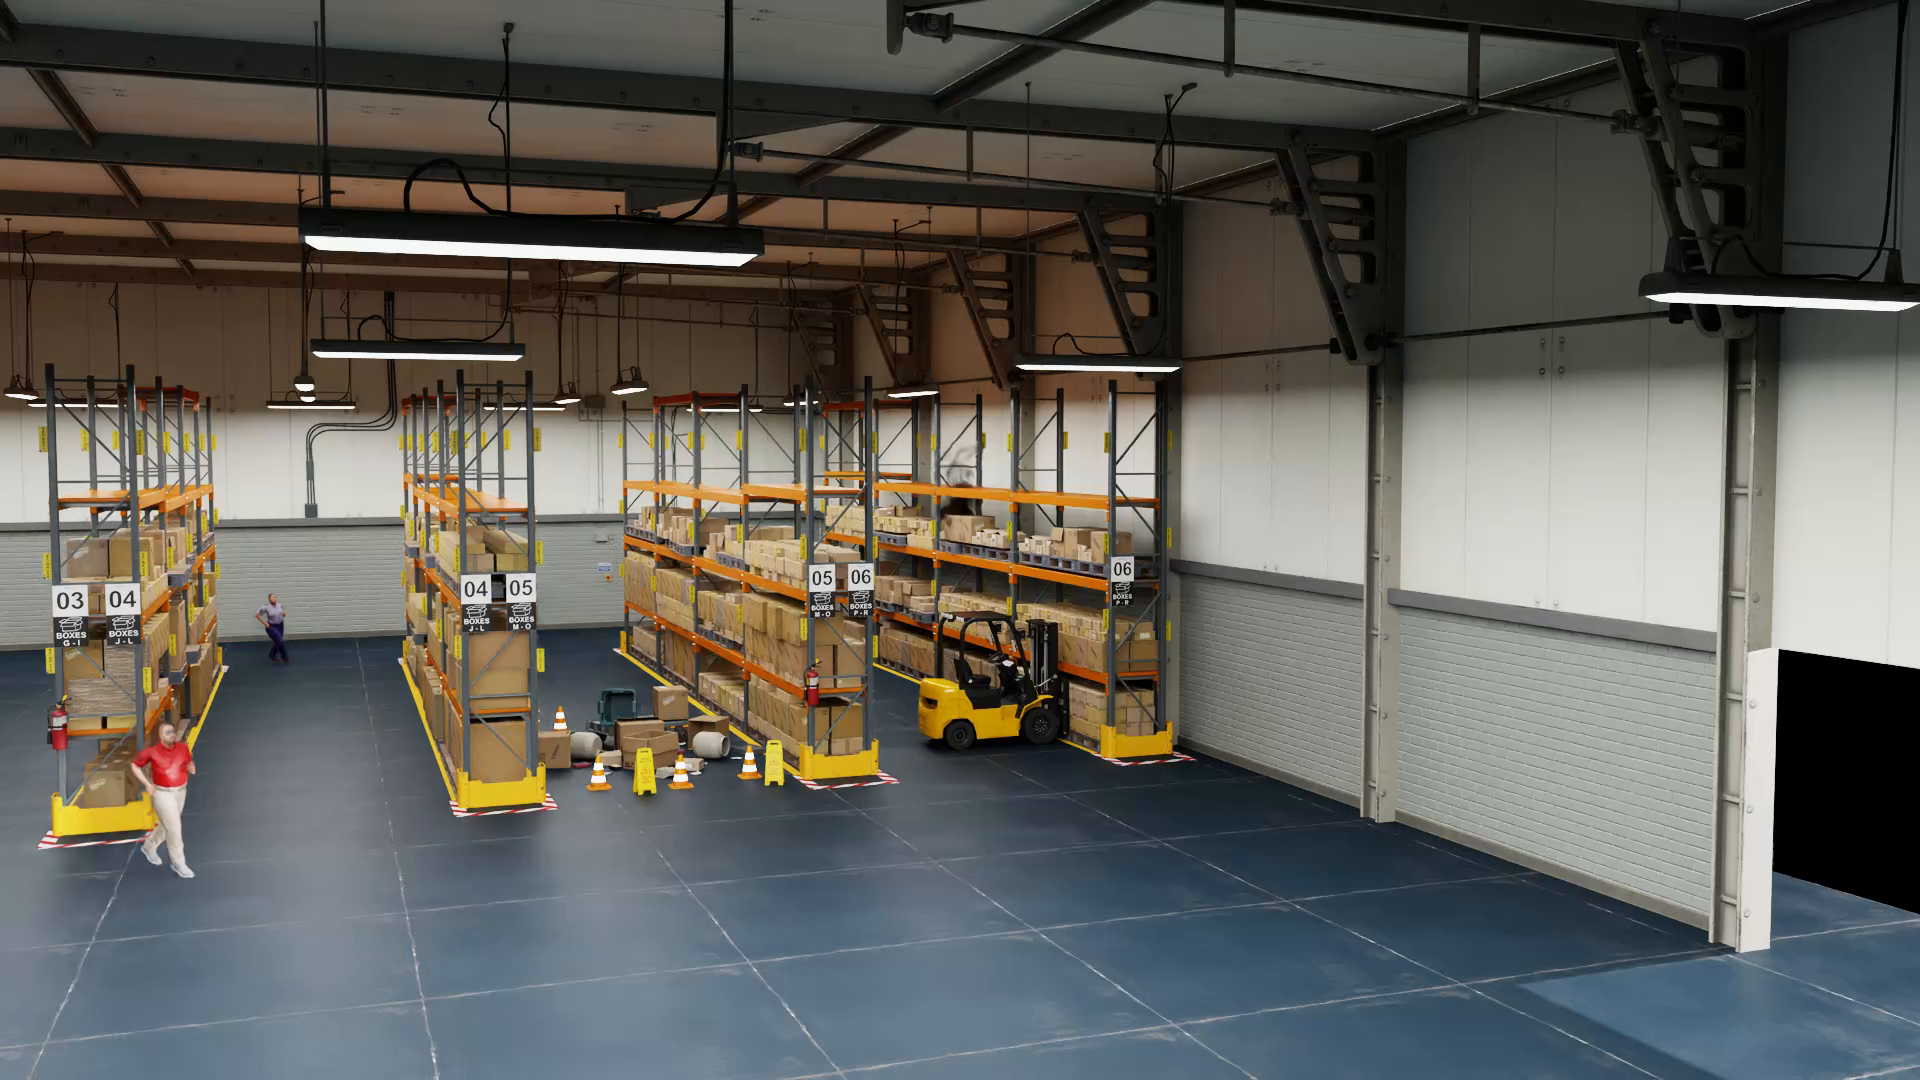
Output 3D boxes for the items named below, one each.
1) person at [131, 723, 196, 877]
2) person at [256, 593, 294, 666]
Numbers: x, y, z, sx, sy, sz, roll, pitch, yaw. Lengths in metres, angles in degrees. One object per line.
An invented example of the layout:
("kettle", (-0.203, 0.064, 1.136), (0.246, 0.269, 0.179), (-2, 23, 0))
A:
("person", (-9.240, 3.007, 19.416), (0.910, 1.765, 0.640), (2, 4, 24))
("person", (-15.405, 2.019, 37.343), (0.749, 1.667, 0.639), (1, 4, 21))
